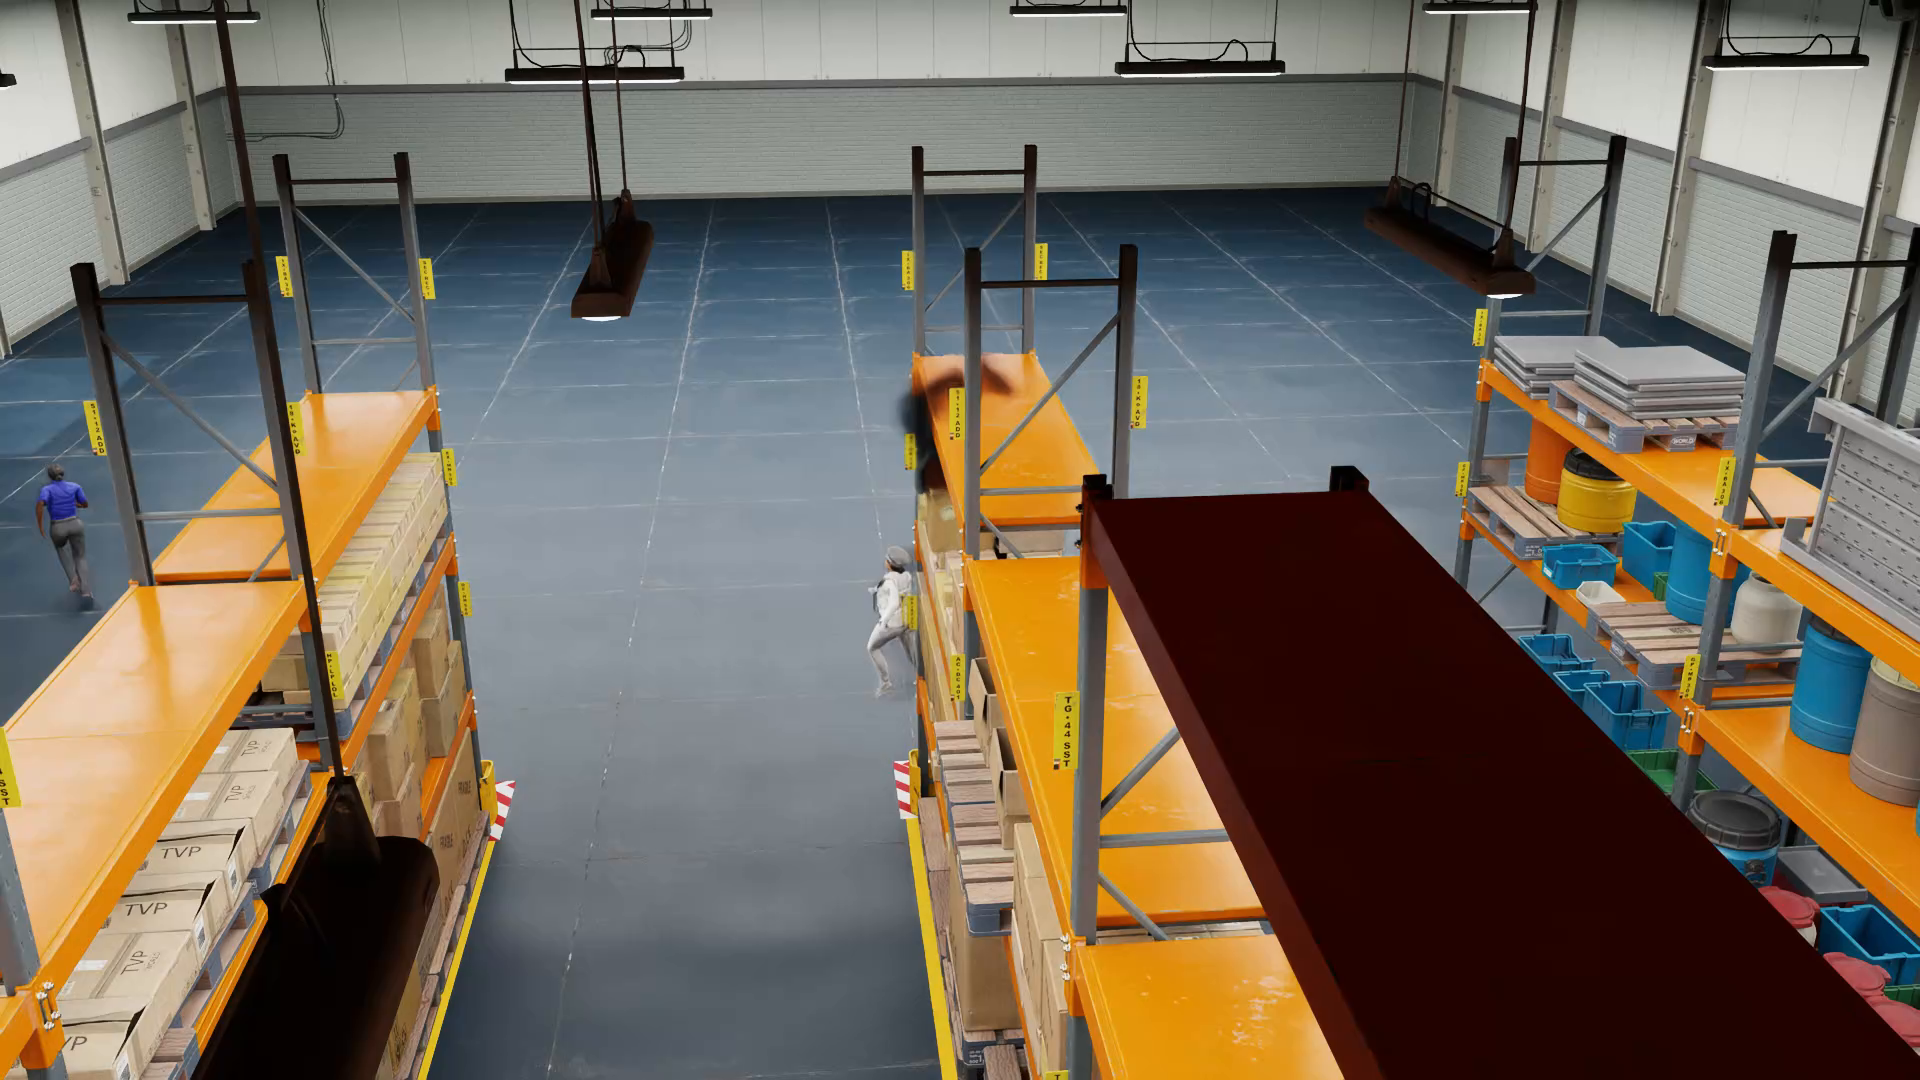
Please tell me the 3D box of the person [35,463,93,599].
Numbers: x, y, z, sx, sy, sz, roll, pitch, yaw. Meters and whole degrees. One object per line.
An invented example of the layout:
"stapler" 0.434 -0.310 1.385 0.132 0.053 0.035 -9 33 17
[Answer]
"person" -10.523 -0.069 19.606 0.599 1.684 0.832 -16 27 -35

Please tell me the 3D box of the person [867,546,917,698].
"person" -0.644 0.899 17.049 0.862 1.728 0.622 17 27 36
